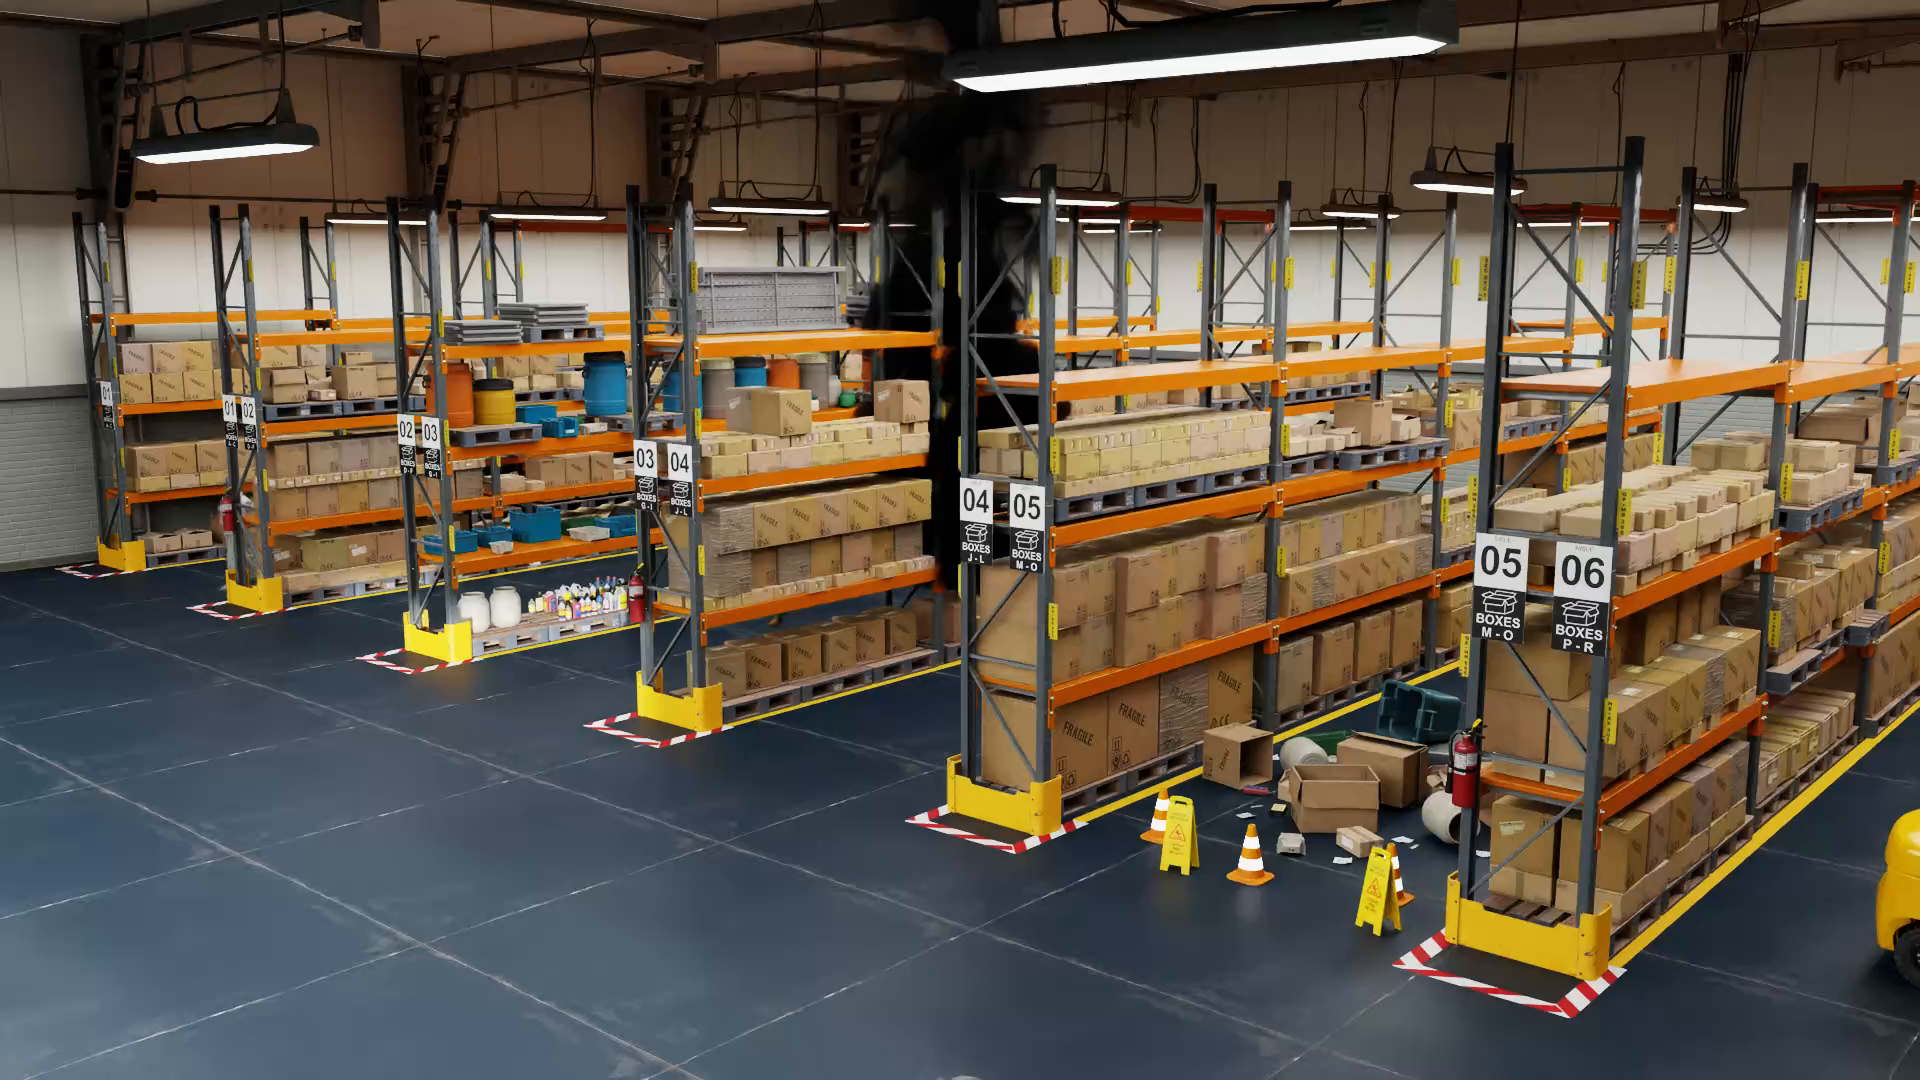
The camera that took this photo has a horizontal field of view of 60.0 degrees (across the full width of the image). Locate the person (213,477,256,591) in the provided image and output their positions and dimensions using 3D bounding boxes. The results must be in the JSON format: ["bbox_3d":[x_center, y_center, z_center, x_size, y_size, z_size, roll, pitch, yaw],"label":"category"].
[{"bbox_3d":[-11.608,-0.126,26.698,0.684,1.808,0.866,6,11,31],"label":"person"}]

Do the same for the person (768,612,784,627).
[{"bbox_3d":[-2.410,0.269,22.624,0.656,1.760,0.704,4,10,24],"label":"person"}]
